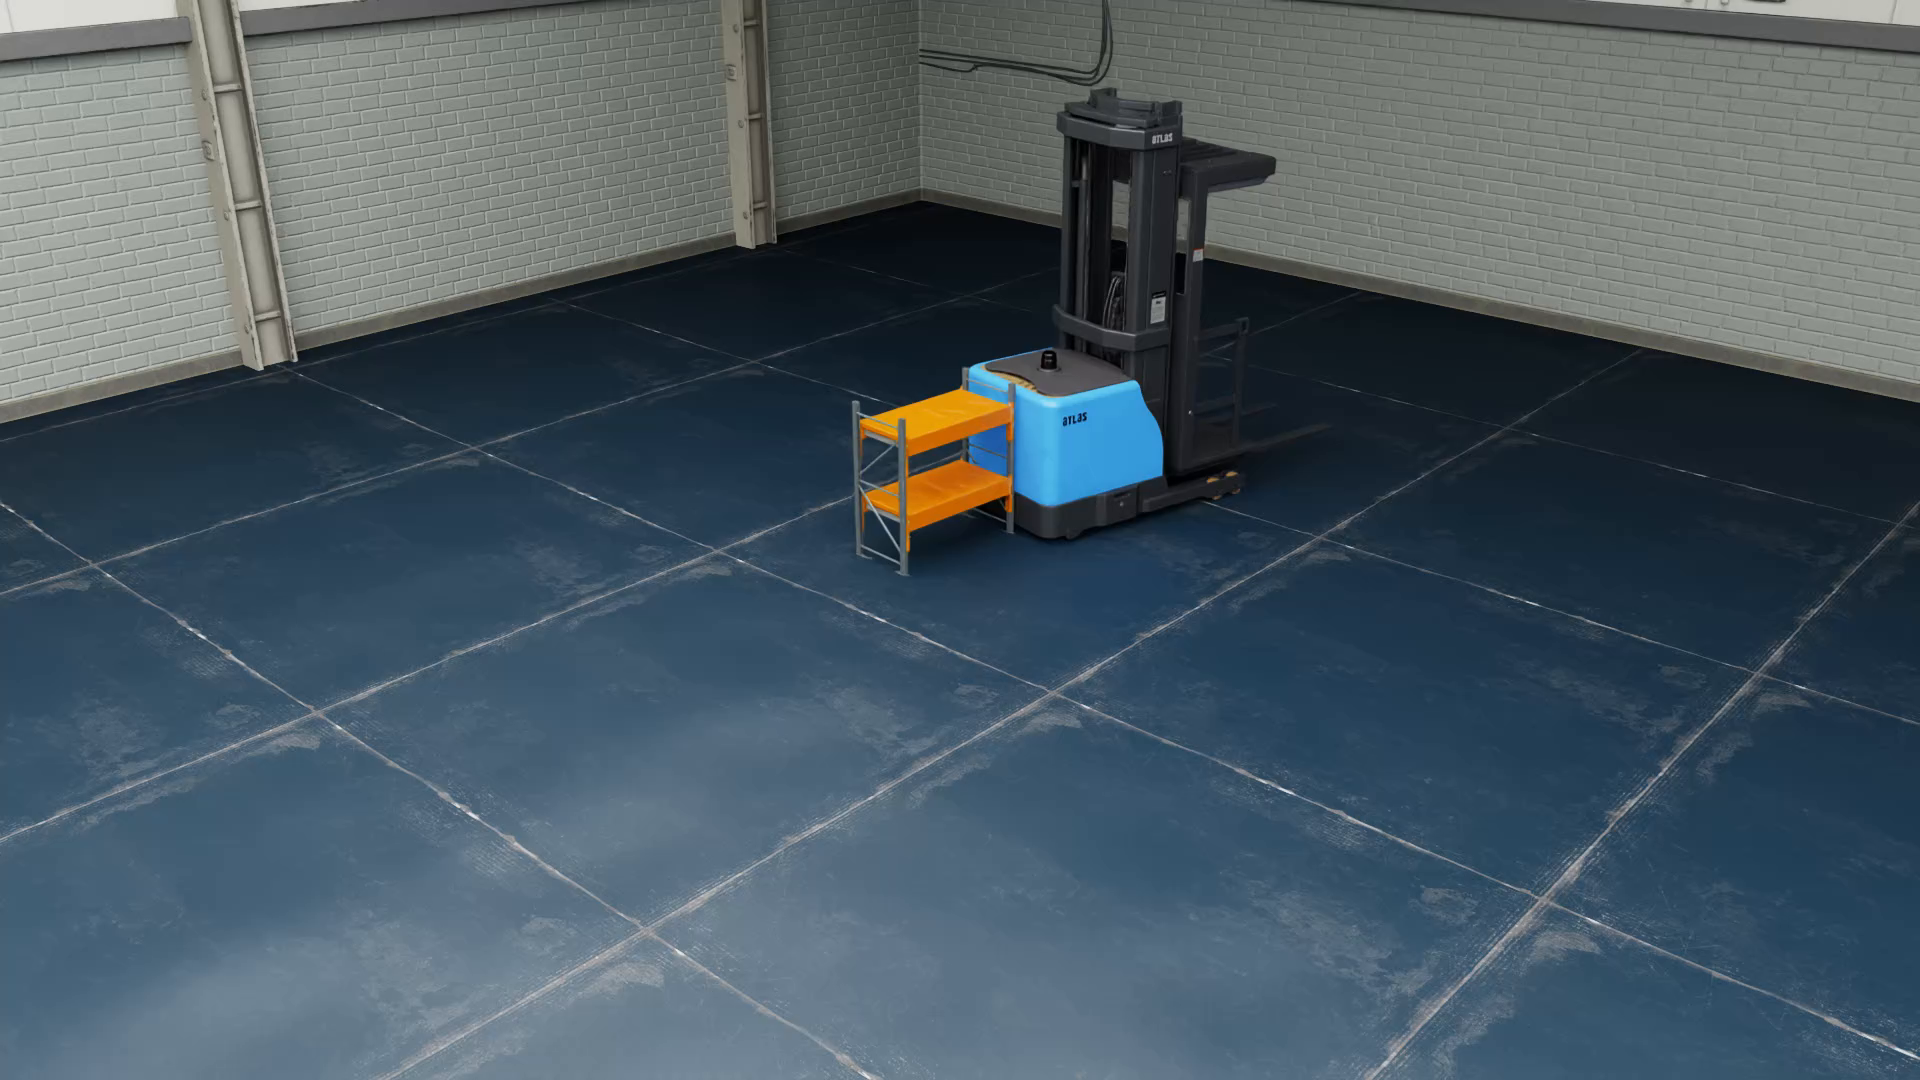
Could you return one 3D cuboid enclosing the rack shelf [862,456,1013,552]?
[{"bbox_3d":[-0.169,-0.260,11.554,1.000,0.278,0.538,-22,32,-39],"label":"rack shelf"}]

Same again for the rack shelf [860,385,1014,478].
[{"bbox_3d":[-0.169,-0.751,11.334,1.000,0.278,0.538,-22,32,-39],"label":"rack shelf"}]

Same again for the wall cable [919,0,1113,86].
[{"bbox_3d":[0.558,-6.703,19.496,3.097,2.526,0.112,20,31,38],"label":"wall cable"}]

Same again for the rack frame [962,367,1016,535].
[{"bbox_3d":[0.198,-0.628,11.775,0.032,1.125,0.500,-22,32,-39],"label":"rack frame"}]

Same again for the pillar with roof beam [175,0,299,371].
[{"bbox_3d":[-3.192,-4.580,10.966,9.100,9.000,0.400,20,31,38],"label":"pillar with roof beam"}]

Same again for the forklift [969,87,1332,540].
[{"bbox_3d":[1.538,-1.798,12.177,3.031,2.935,1.130,-16,29,-32],"label":"forklift"}]

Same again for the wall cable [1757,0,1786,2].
[{"bbox_3d":[7.617,-7.075,12.373,2.305,6.003,0.169,20,31,38],"label":"wall cable"}]

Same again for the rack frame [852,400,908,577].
[{"bbox_3d":[-0.535,-0.339,11.132,0.032,1.125,0.500,-22,32,-39],"label":"rack frame"}]

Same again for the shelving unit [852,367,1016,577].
[{"bbox_3d":[-0.169,-0.484,11.454,1.048,1.125,0.538,-22,32,-39],"label":"shelving unit"}]

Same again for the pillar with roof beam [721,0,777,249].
[{"bbox_3d":[0.813,-6.408,15.043,9.100,9.000,0.400,20,31,38],"label":"pillar with roof beam"}]
